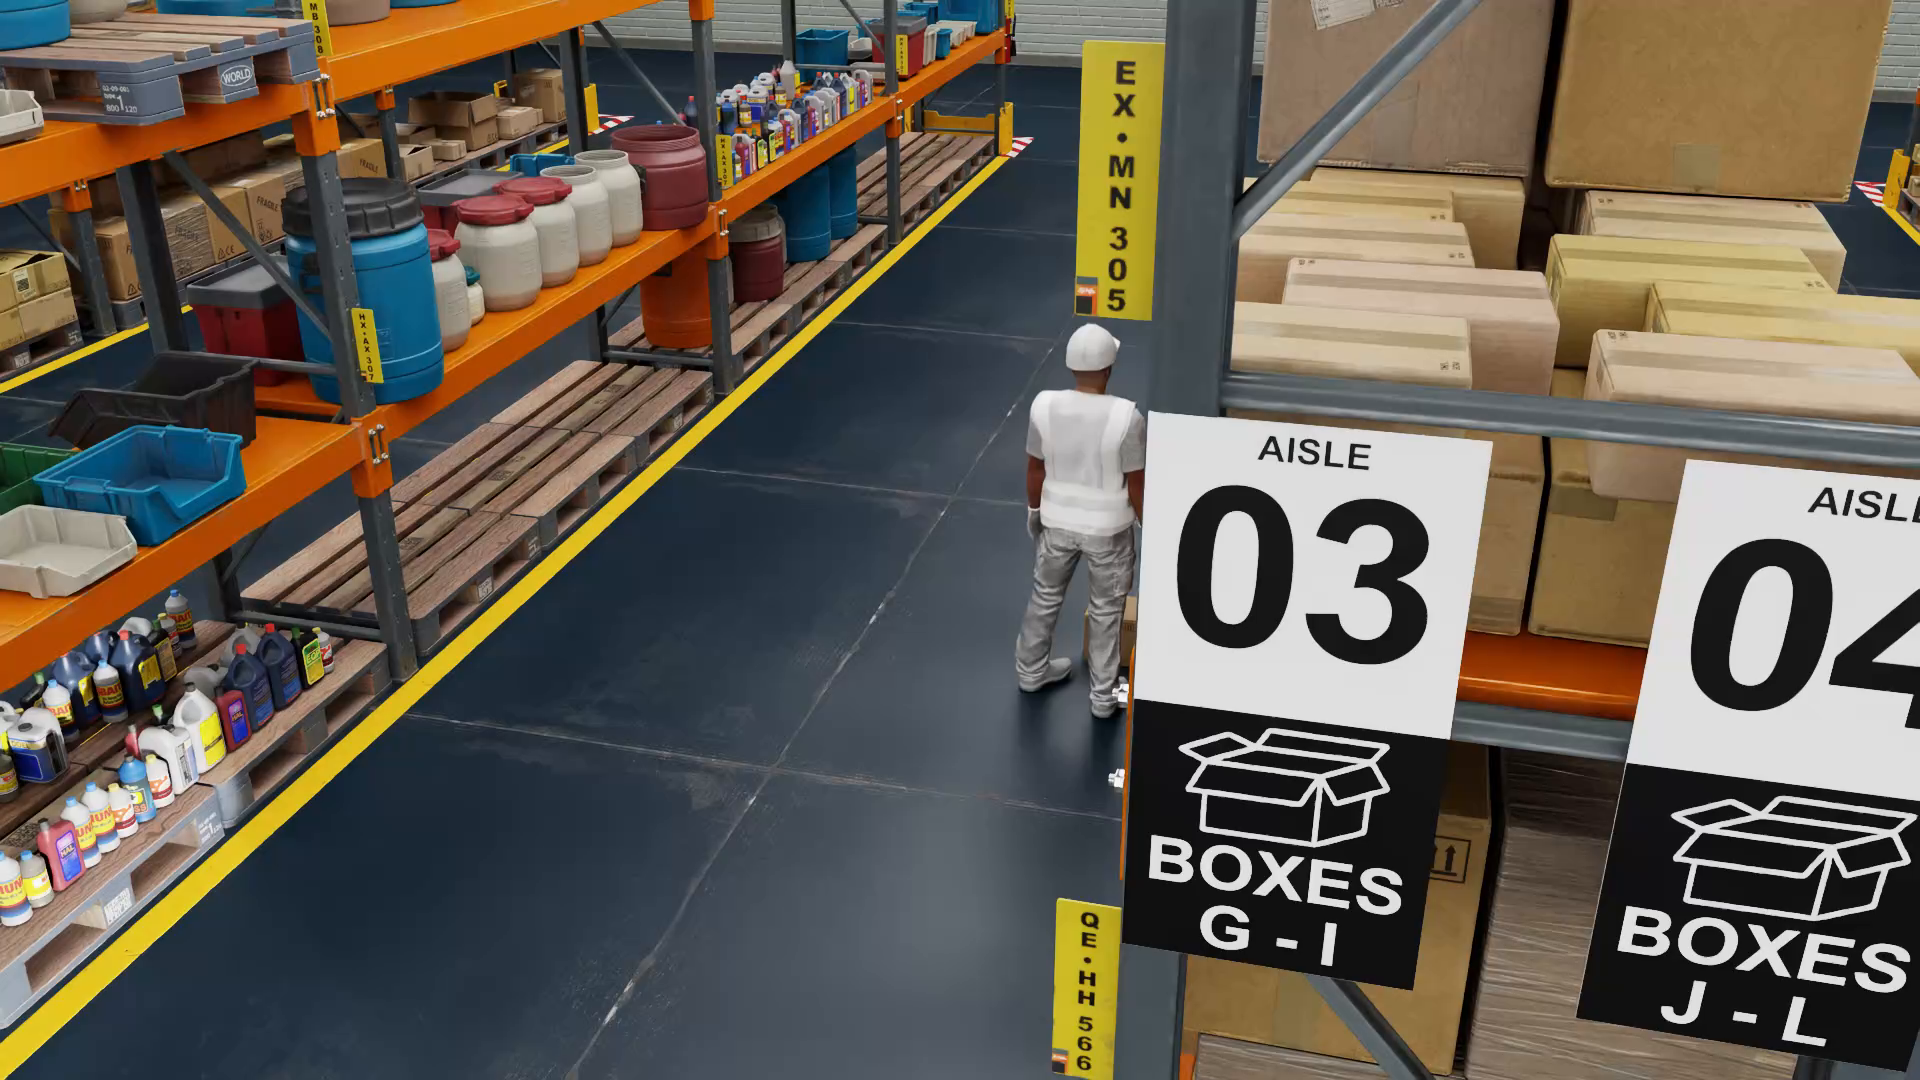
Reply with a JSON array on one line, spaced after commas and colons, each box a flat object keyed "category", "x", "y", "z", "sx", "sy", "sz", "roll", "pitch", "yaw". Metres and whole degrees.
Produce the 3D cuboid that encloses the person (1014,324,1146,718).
[{"category": "person", "x": 0.554, "y": -0.093, "z": 7.256, "sx": 0.630, "sy": 1.786, "sz": 0.393, "roll": 13, "pitch": 28, "yaw": 26}]
